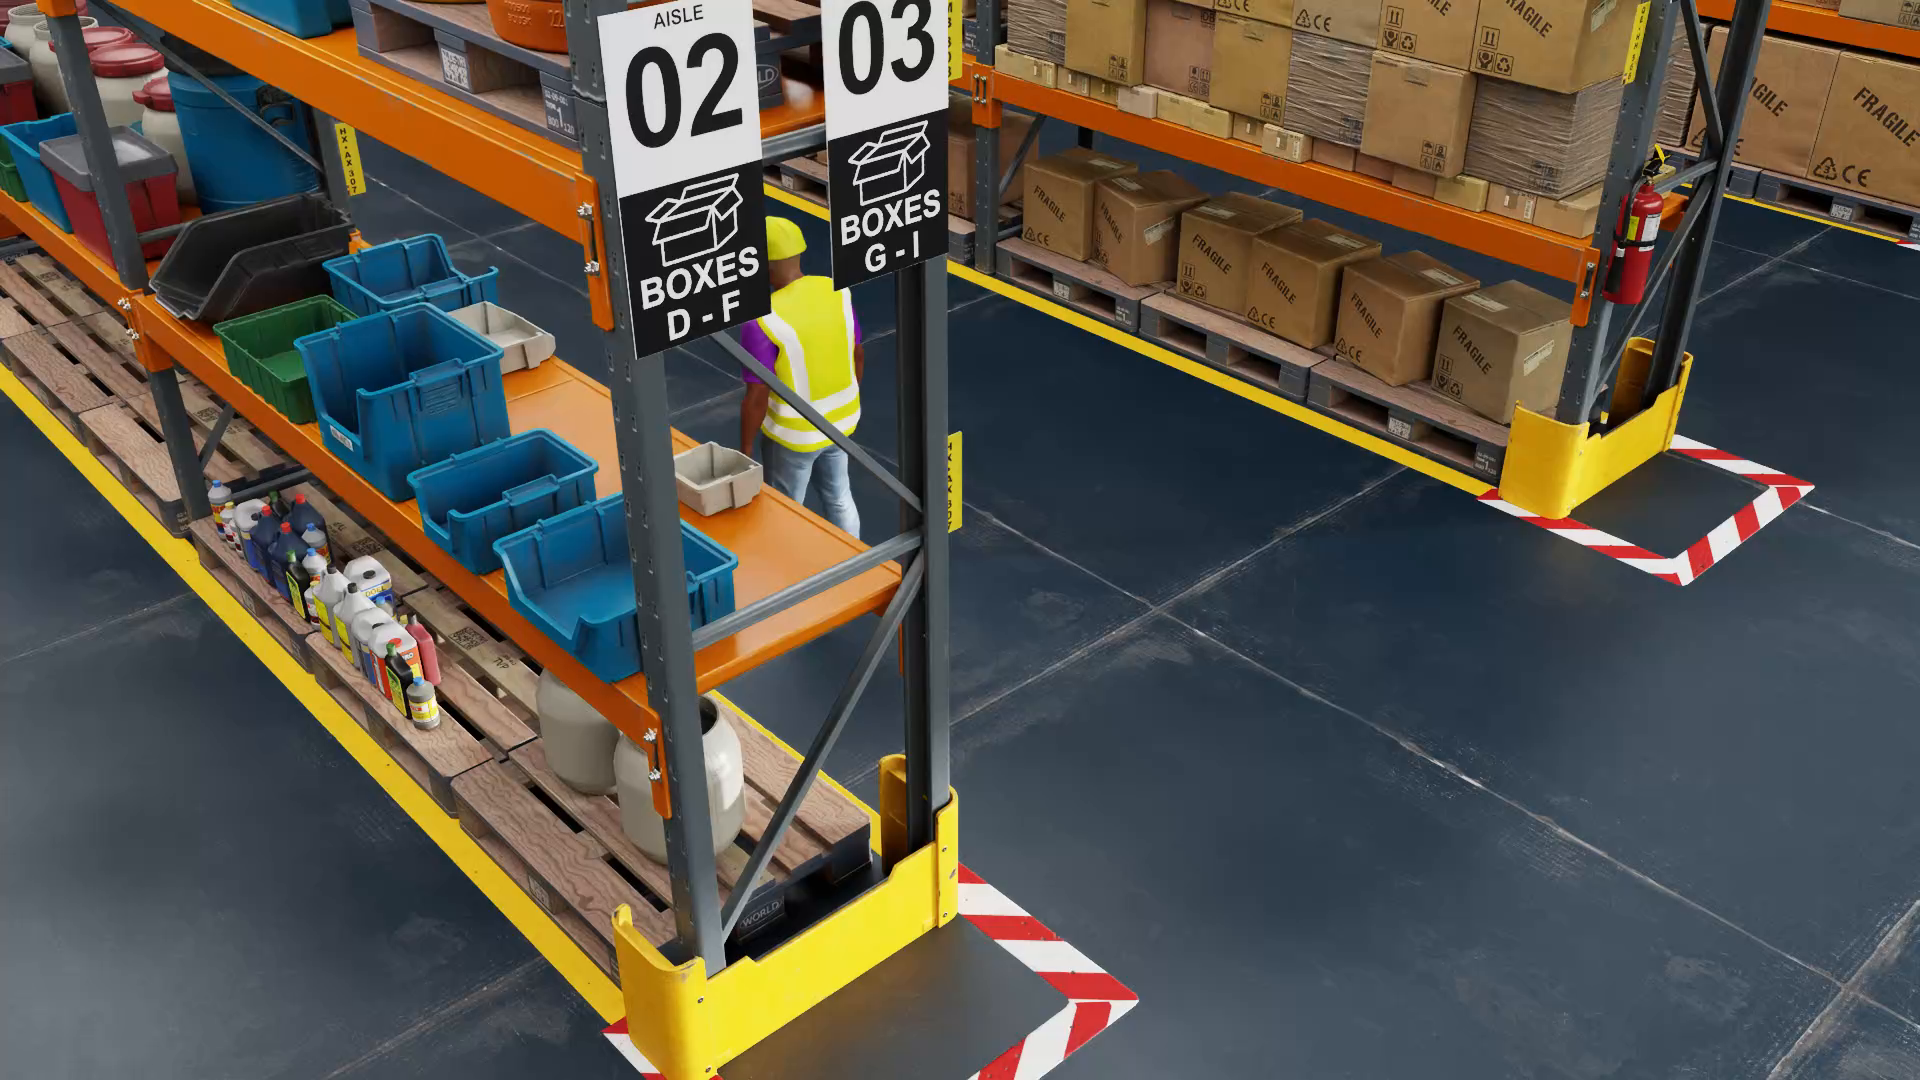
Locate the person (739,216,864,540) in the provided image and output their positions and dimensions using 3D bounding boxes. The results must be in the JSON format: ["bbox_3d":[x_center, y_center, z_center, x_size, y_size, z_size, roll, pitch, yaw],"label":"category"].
[{"bbox_3d":[-0.661,-0.497,6.926,0.638,1.761,0.458,-27,41,-37],"label":"person"}]
